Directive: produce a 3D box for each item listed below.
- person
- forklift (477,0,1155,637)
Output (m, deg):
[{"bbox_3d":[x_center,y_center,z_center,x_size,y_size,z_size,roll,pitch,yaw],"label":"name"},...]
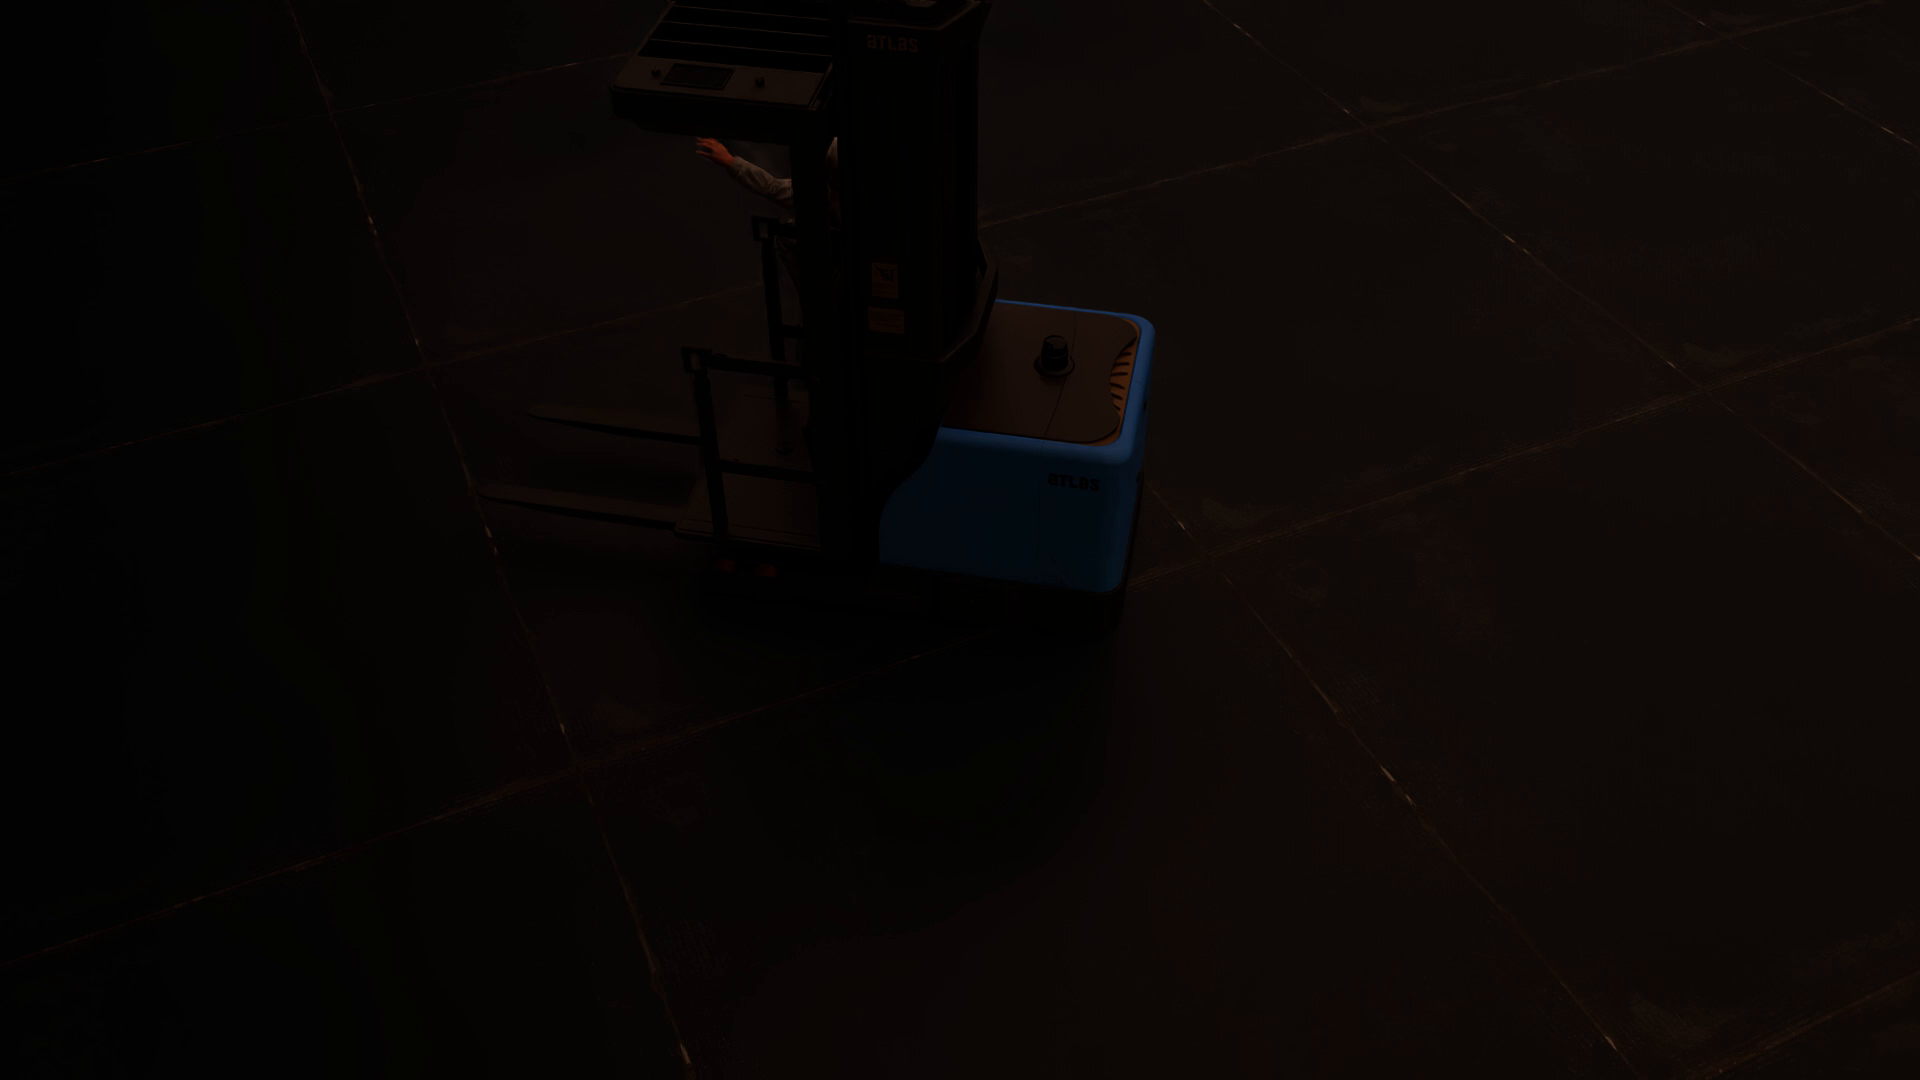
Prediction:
[{"bbox_3d":[-0.760,-1.587,8.368,1.058,1.621,0.849,-10,44,-10],"label":"person"},{"bbox_3d":[-0.698,-1.146,6.908,3.031,2.935,1.130,8,44,8],"label":"forklift"}]
